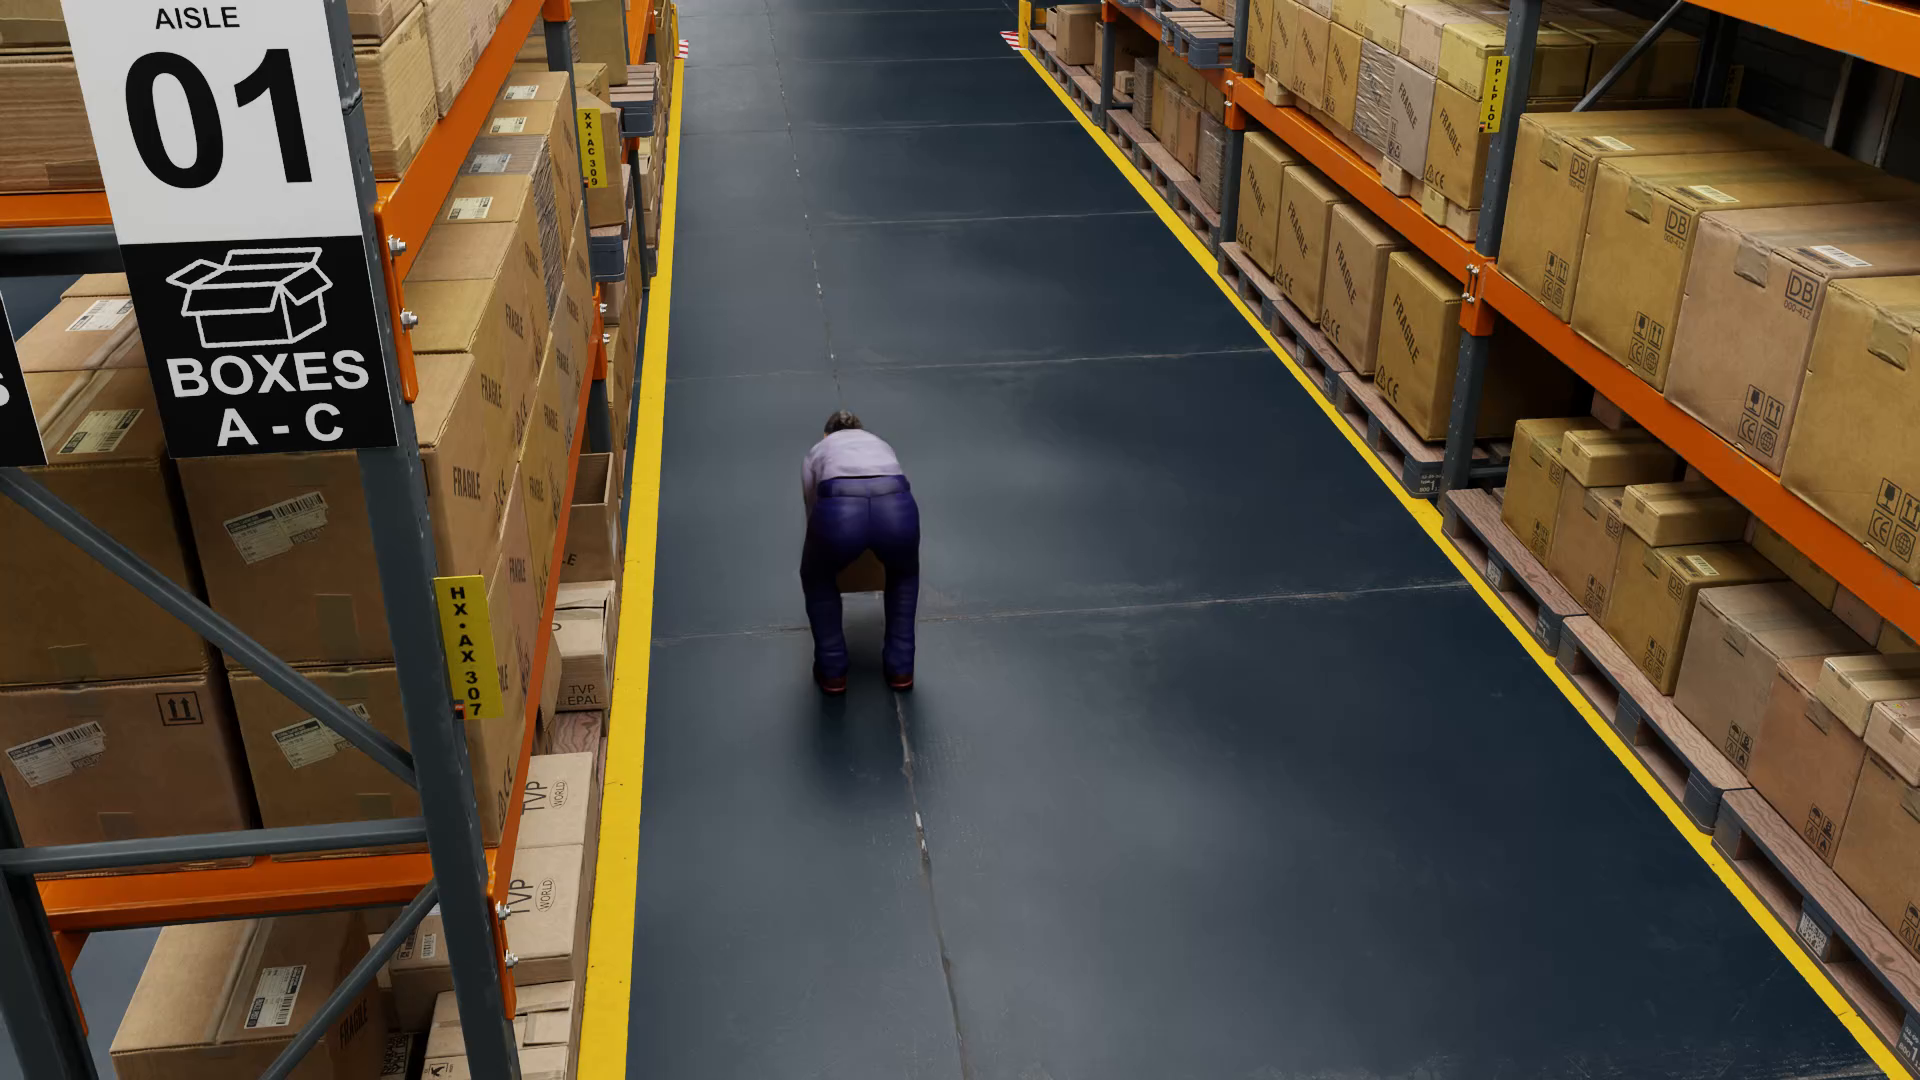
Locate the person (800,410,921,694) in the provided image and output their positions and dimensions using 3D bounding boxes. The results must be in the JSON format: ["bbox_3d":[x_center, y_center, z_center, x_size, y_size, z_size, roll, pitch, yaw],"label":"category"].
[{"bbox_3d":[-0.422,0.037,6.784,0.488,0.989,0.911,-5,28,-9],"label":"person"}]
